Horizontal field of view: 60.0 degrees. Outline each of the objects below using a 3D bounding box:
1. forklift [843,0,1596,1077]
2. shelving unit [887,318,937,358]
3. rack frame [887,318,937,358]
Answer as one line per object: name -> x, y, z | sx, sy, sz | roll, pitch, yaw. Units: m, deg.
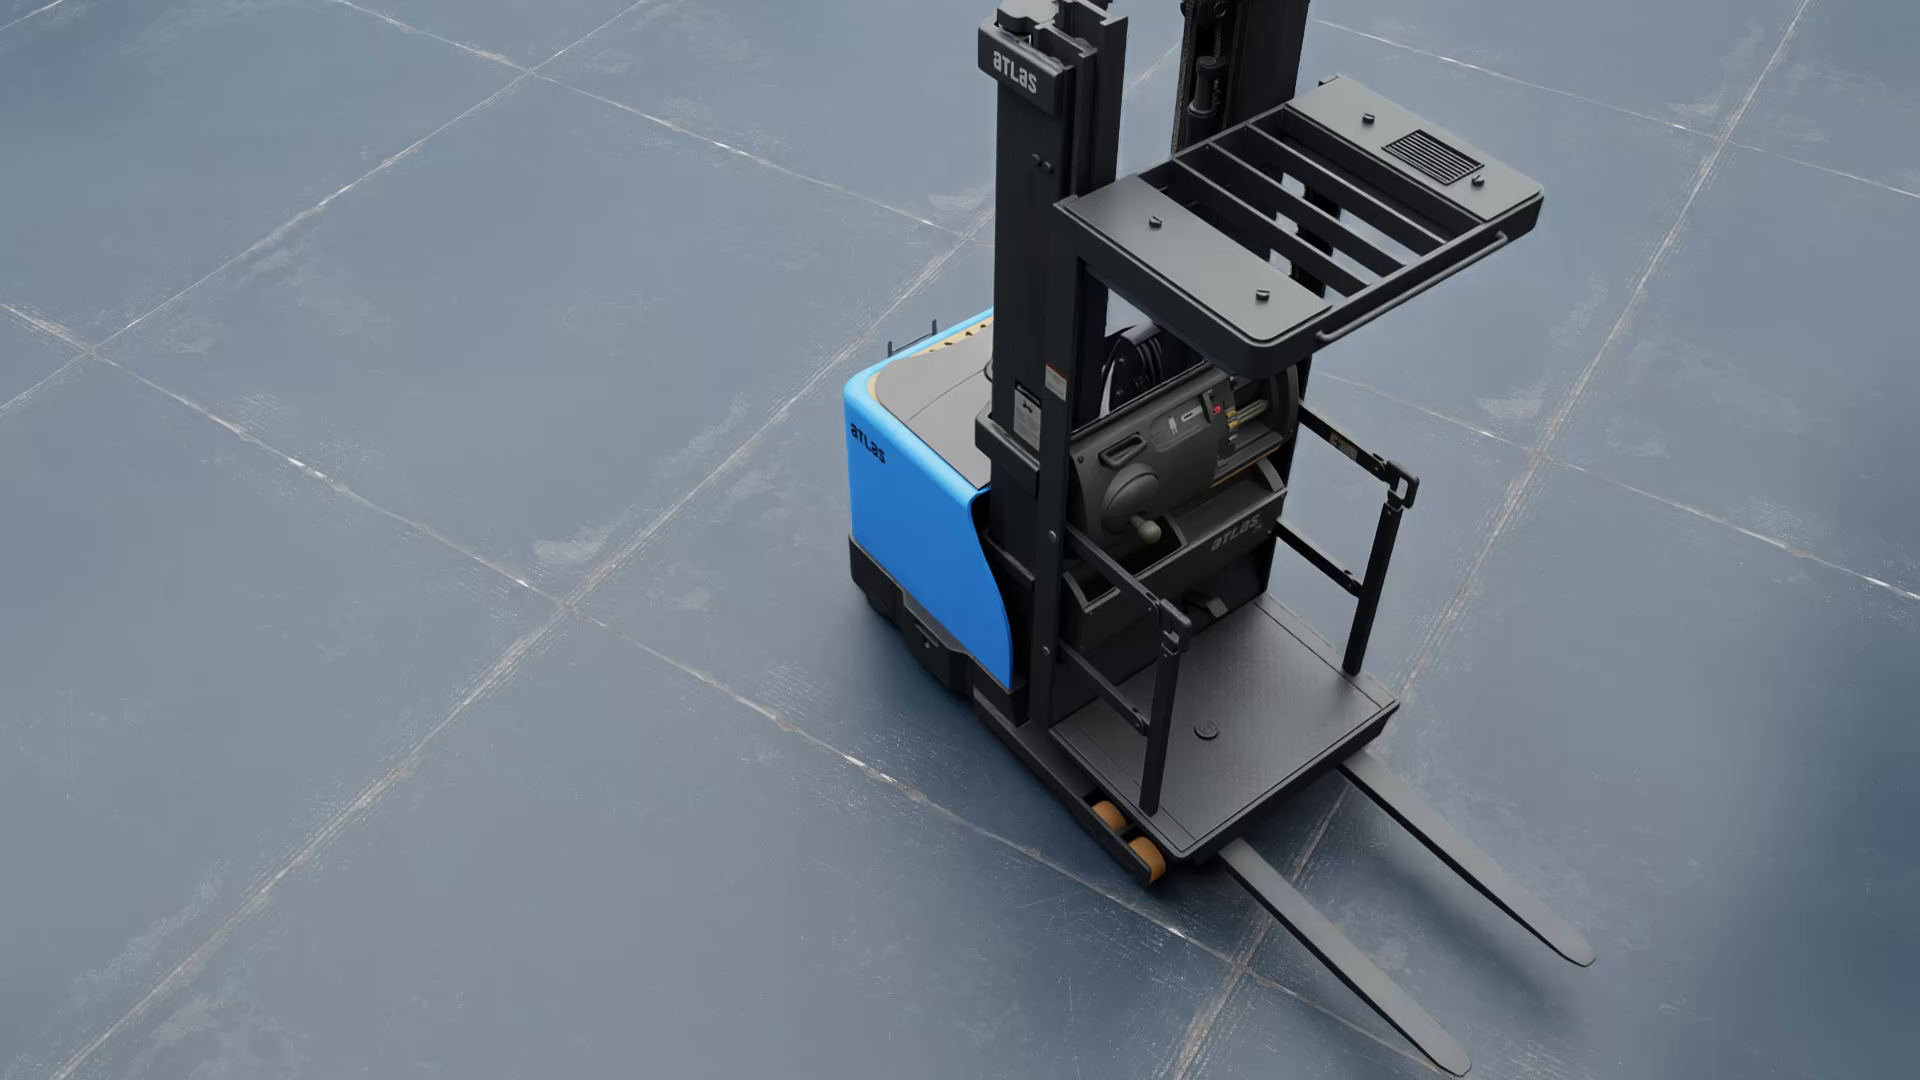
forklift -> 0.859, -0.231, 5.152 | 1.130, 2.935, 3.031 | -29, 53, -25
shelving unit -> -0.125, -0.452, 6.783 | 0.258, 0.900, 0.210 | -29, 53, -25
rack frame -> -0.188, -0.509, 6.839 | 0.240, 0.900, 0.006 | -29, 53, -25
